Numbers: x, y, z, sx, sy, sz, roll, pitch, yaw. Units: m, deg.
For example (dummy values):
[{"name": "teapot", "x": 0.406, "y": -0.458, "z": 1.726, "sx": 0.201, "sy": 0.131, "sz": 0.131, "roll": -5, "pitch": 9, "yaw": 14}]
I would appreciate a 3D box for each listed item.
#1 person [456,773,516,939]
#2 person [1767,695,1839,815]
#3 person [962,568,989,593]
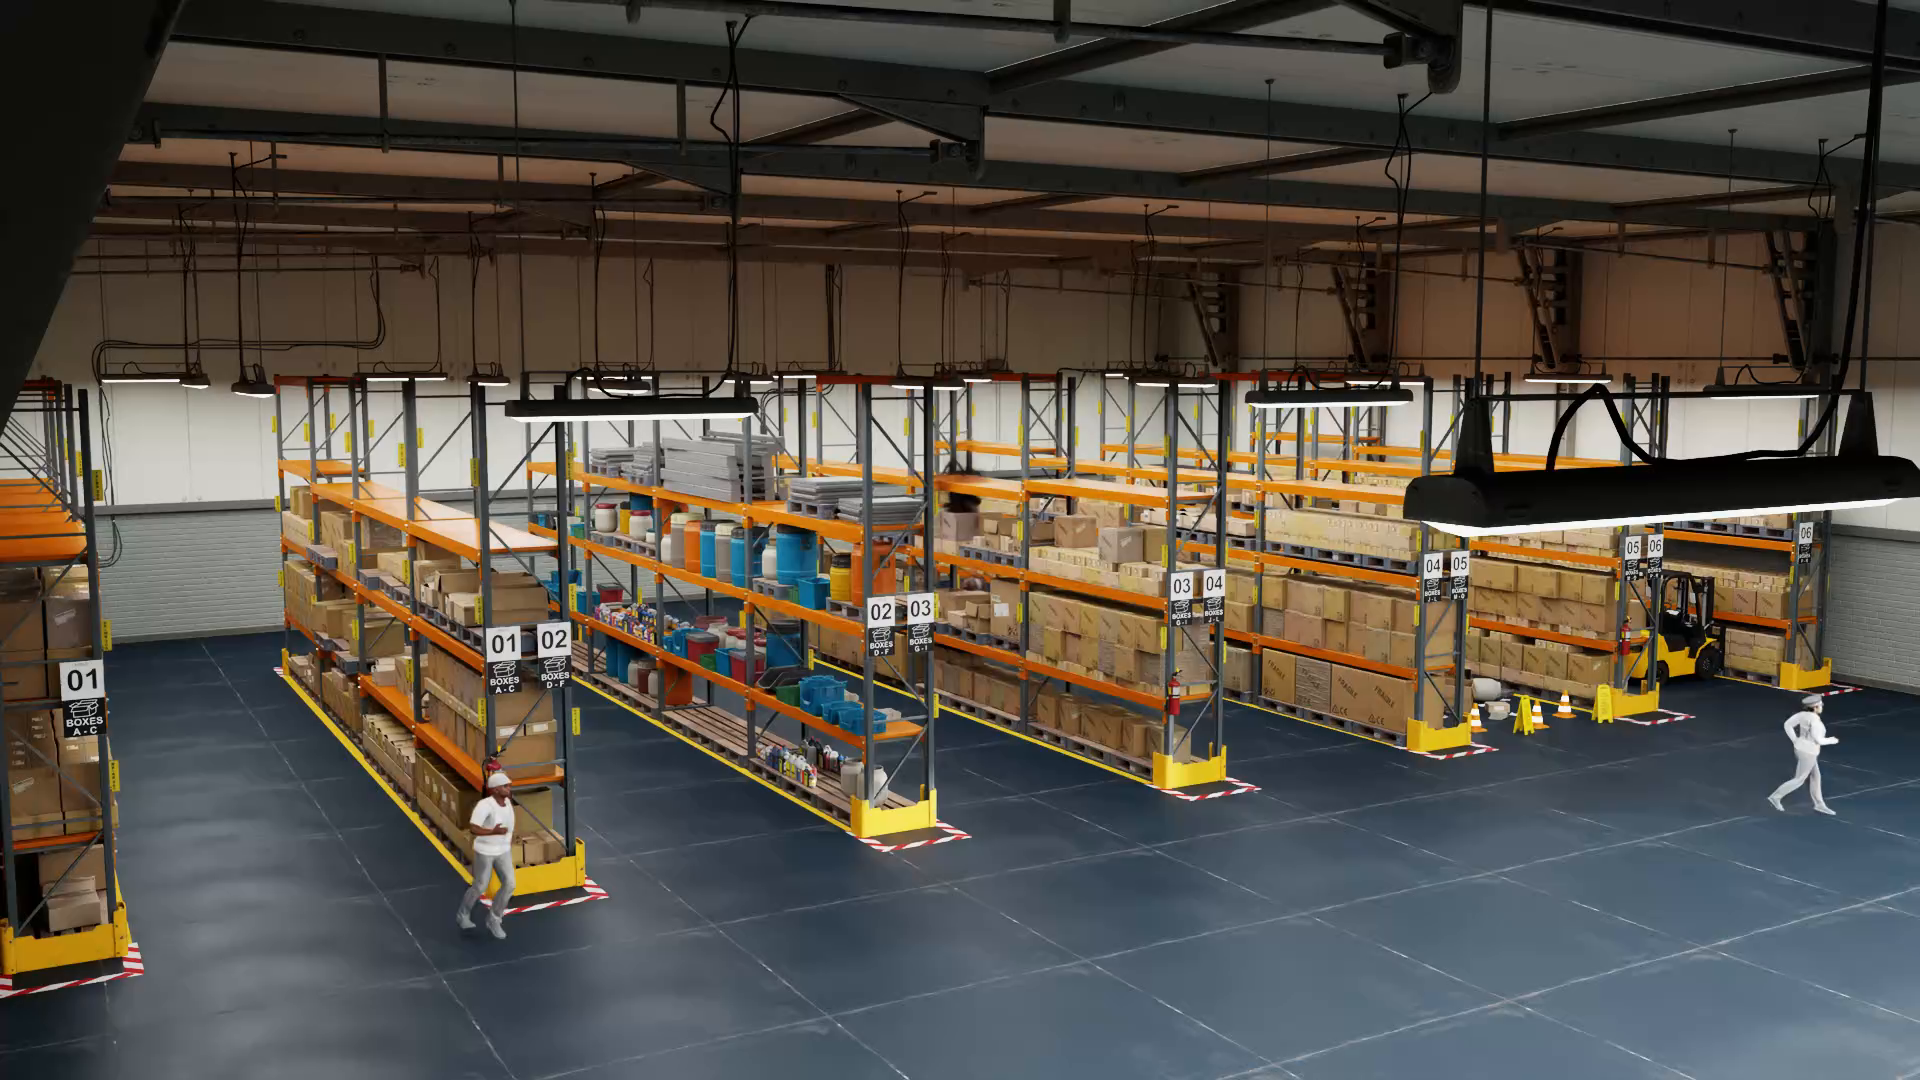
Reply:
[{"name": "person", "x": -5.150, "y": 3.467, "z": 18.406, "sx": 0.717, "sy": 1.778, "sz": 0.703, "roll": 4, "pitch": 7, "yaw": 32}, {"name": "person", "x": 11.682, "y": 2.971, "z": 22.976, "sx": 0.896, "sy": 1.695, "sz": 0.580, "roll": 1, "pitch": 6, "yaw": 7}, {"name": "person", "x": 0.382, "y": 1.438, "z": 36.390, "sx": 0.732, "sy": 1.737, "sz": 1.160, "roll": -3, "pitch": 7, "yaw": -24}]
